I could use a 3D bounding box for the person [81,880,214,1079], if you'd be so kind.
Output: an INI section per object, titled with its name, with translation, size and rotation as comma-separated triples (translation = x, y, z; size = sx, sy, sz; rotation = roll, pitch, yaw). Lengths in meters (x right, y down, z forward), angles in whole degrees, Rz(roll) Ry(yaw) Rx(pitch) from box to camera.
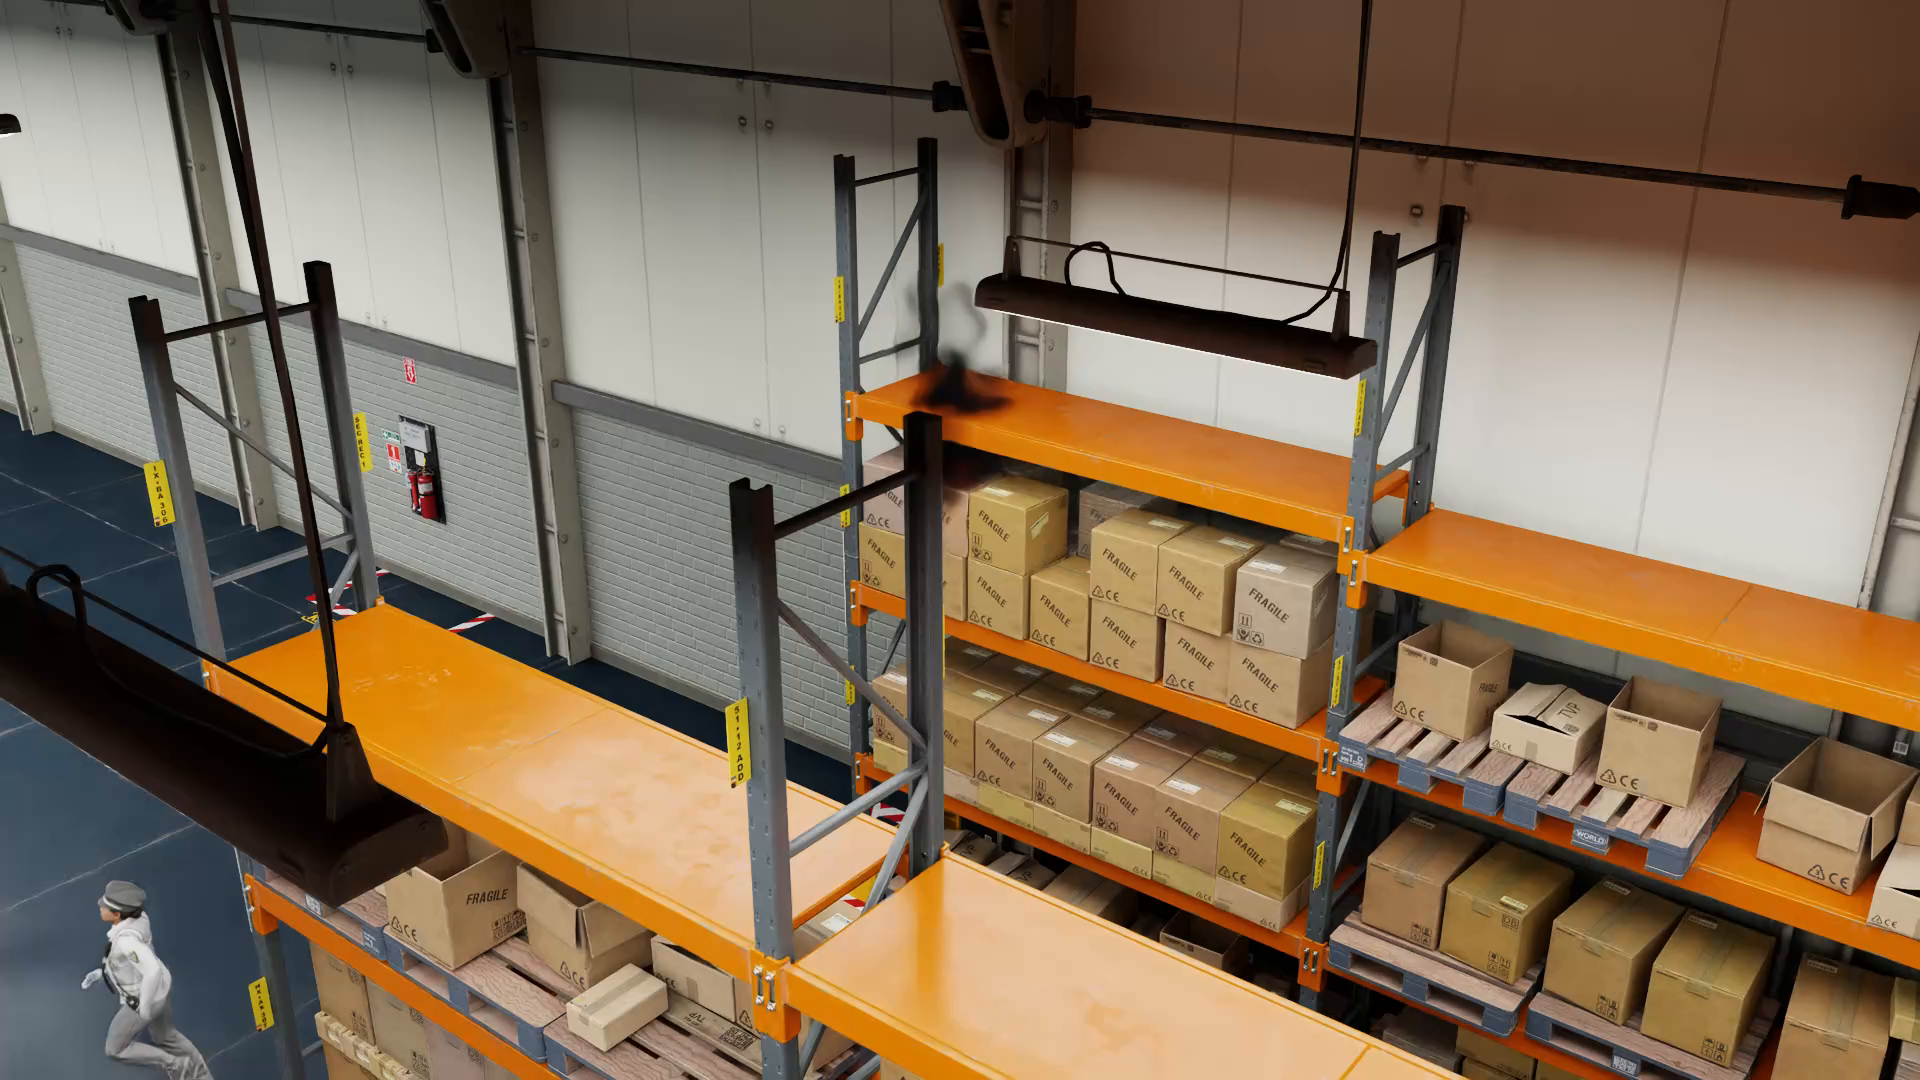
[person]
translation = -5.298, 2.952, 10.702
size = 0.643, 1.666, 0.650
rotation = -6, 23, -14
